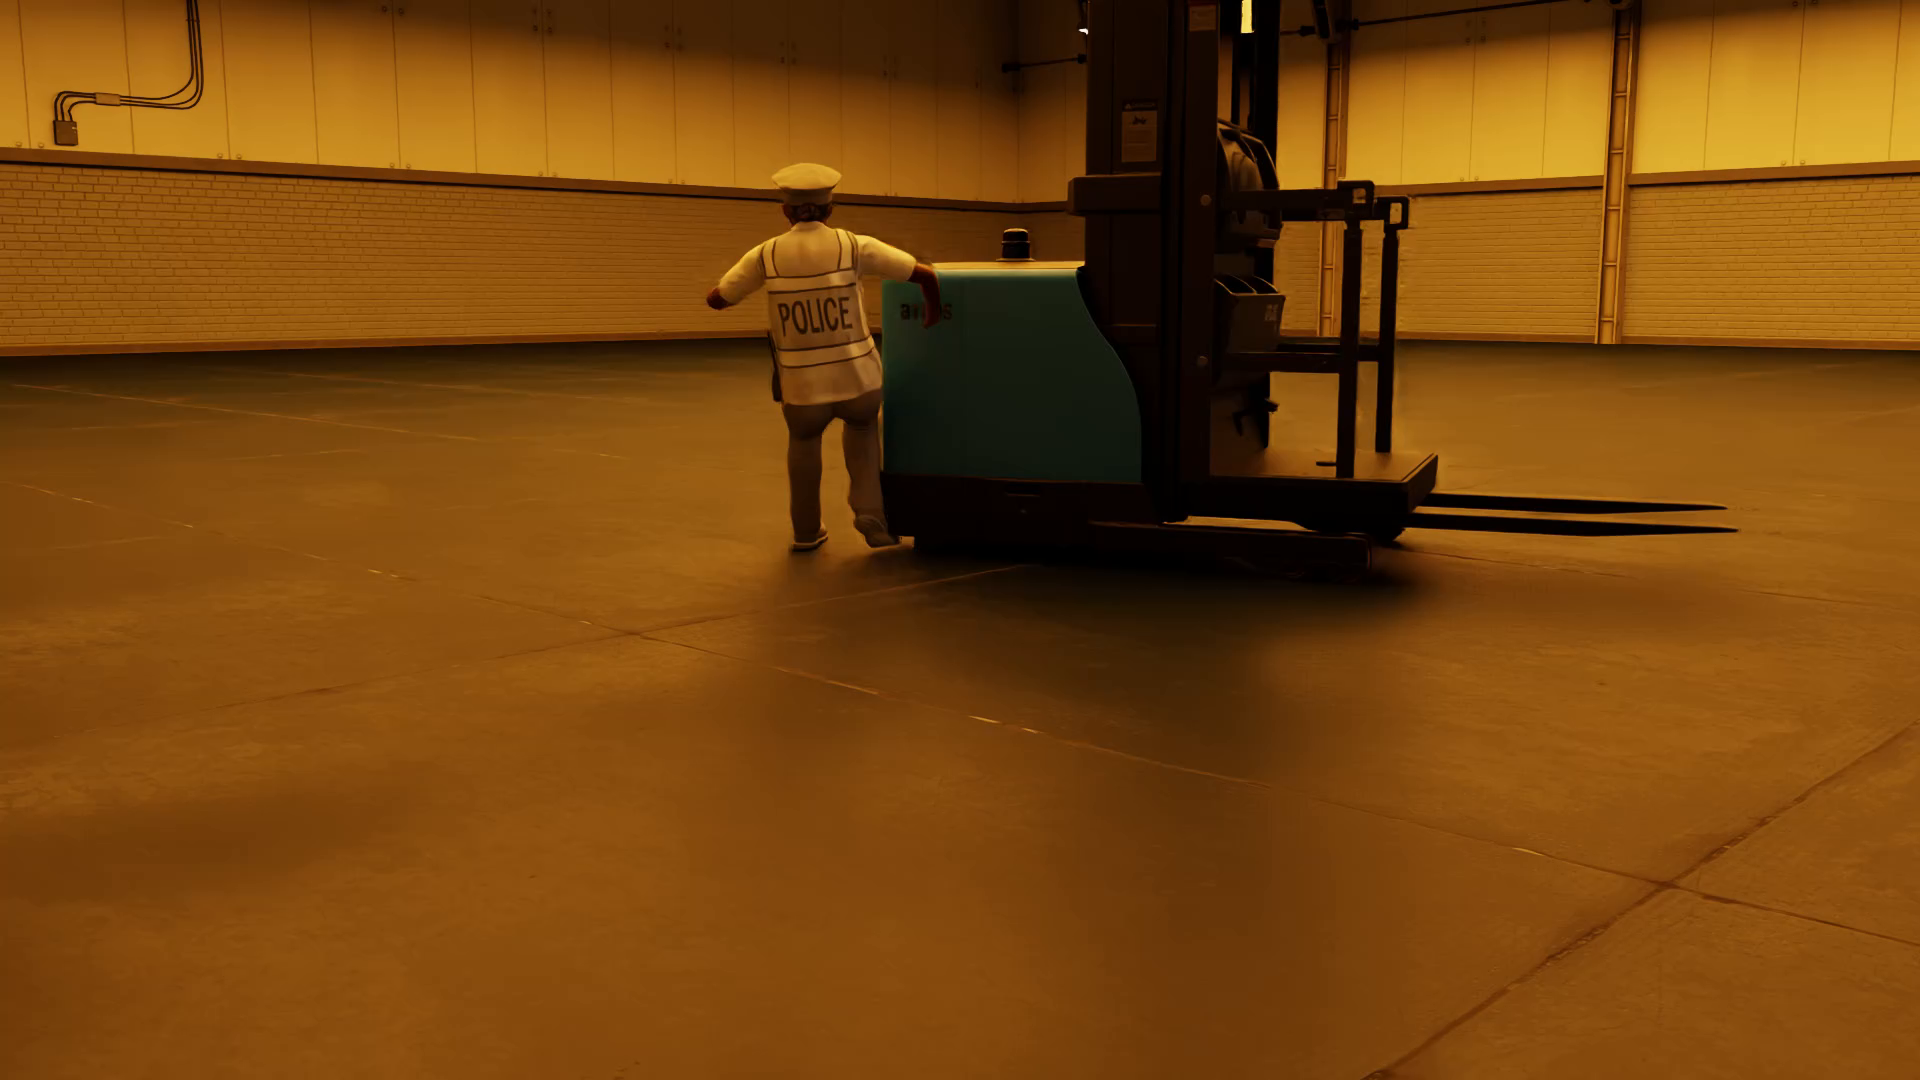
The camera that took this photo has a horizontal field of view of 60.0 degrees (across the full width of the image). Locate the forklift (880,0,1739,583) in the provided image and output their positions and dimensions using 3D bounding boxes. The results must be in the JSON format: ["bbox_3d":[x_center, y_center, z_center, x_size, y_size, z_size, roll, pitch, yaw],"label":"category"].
[{"bbox_3d":[1.259,-1.390,6.107,3.031,2.935,1.130,3,9,21],"label":"forklift"}]

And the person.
[{"bbox_3d":[-0.496,-0.662,6.220,0.886,1.444,0.822,-1,9,-10],"label":"person"}]
